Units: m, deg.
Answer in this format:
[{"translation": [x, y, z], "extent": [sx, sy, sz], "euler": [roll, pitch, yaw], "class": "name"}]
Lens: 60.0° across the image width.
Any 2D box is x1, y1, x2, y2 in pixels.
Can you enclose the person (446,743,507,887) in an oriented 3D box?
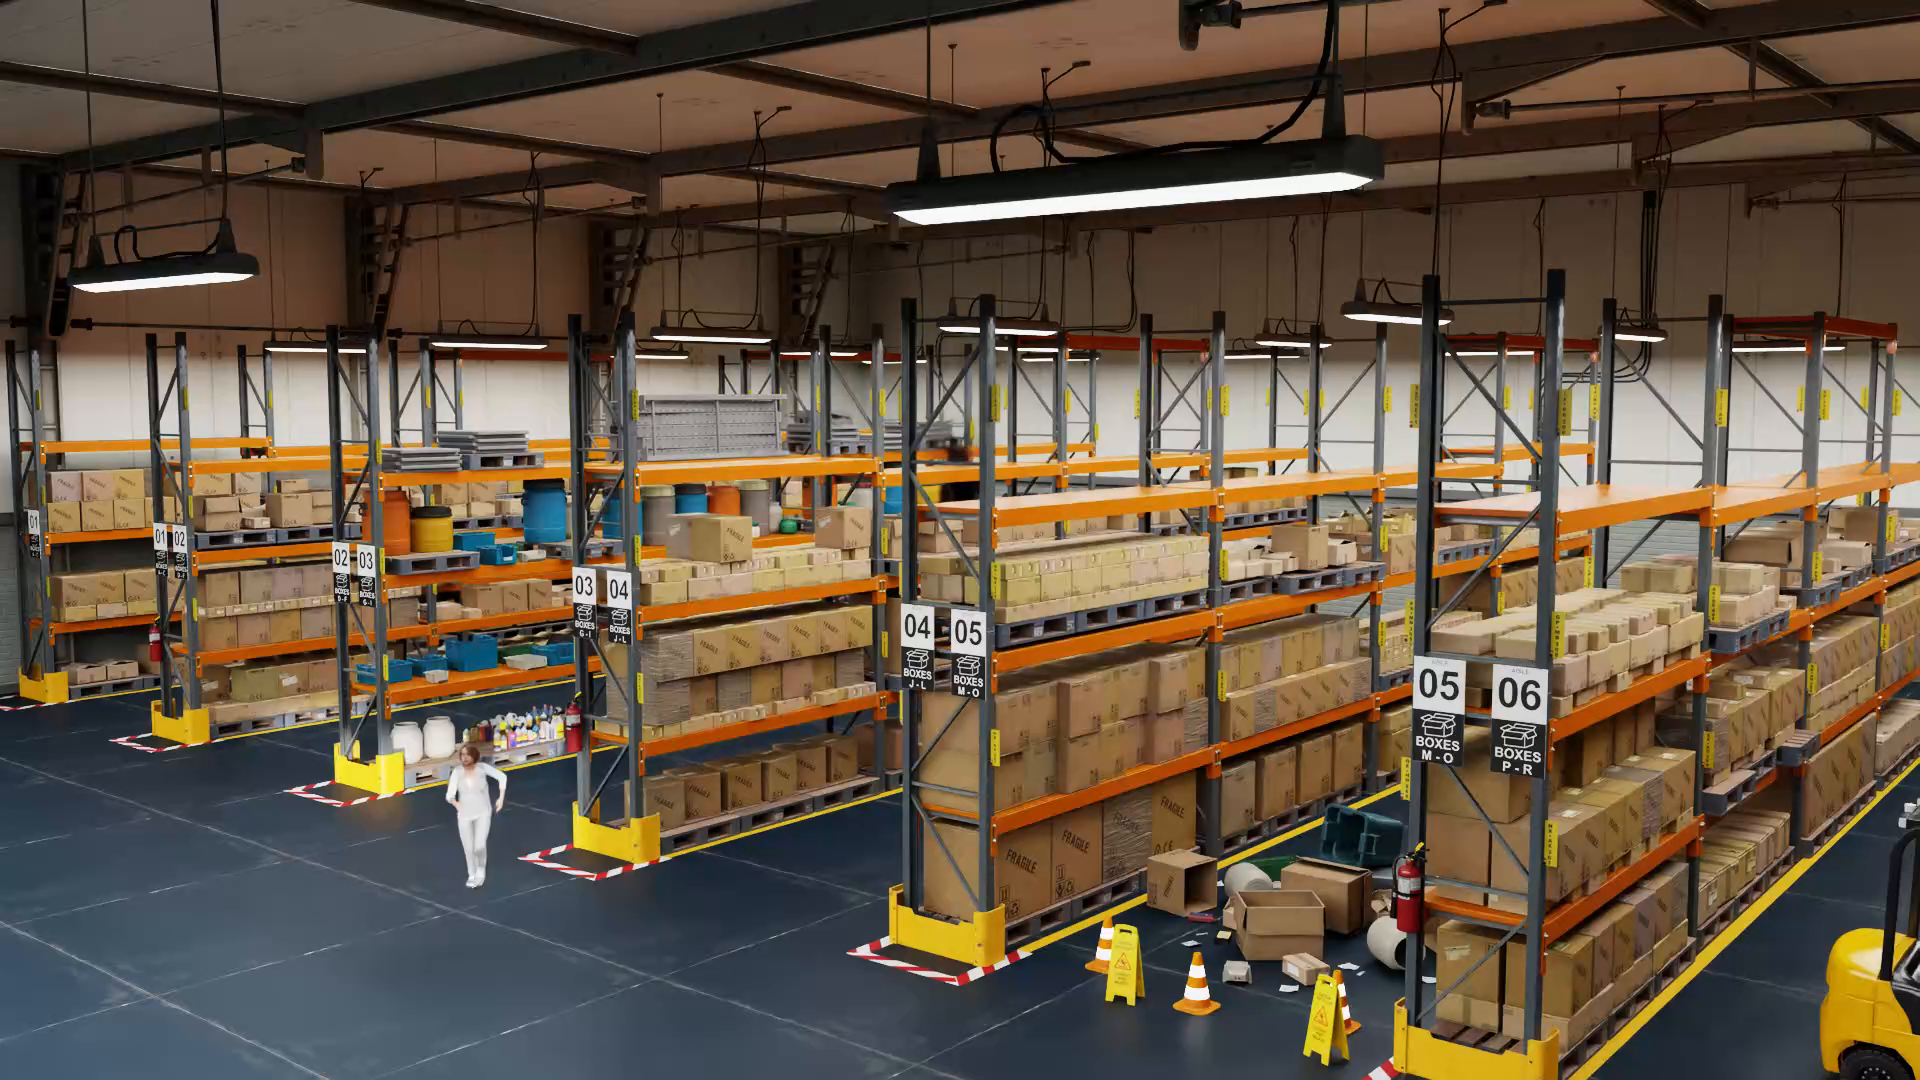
[{"translation": [-4.962, 2.845, 17.043], "extent": [0.563, 1.554, 0.747], "euler": [0, 5, -3], "class": "person"}]
